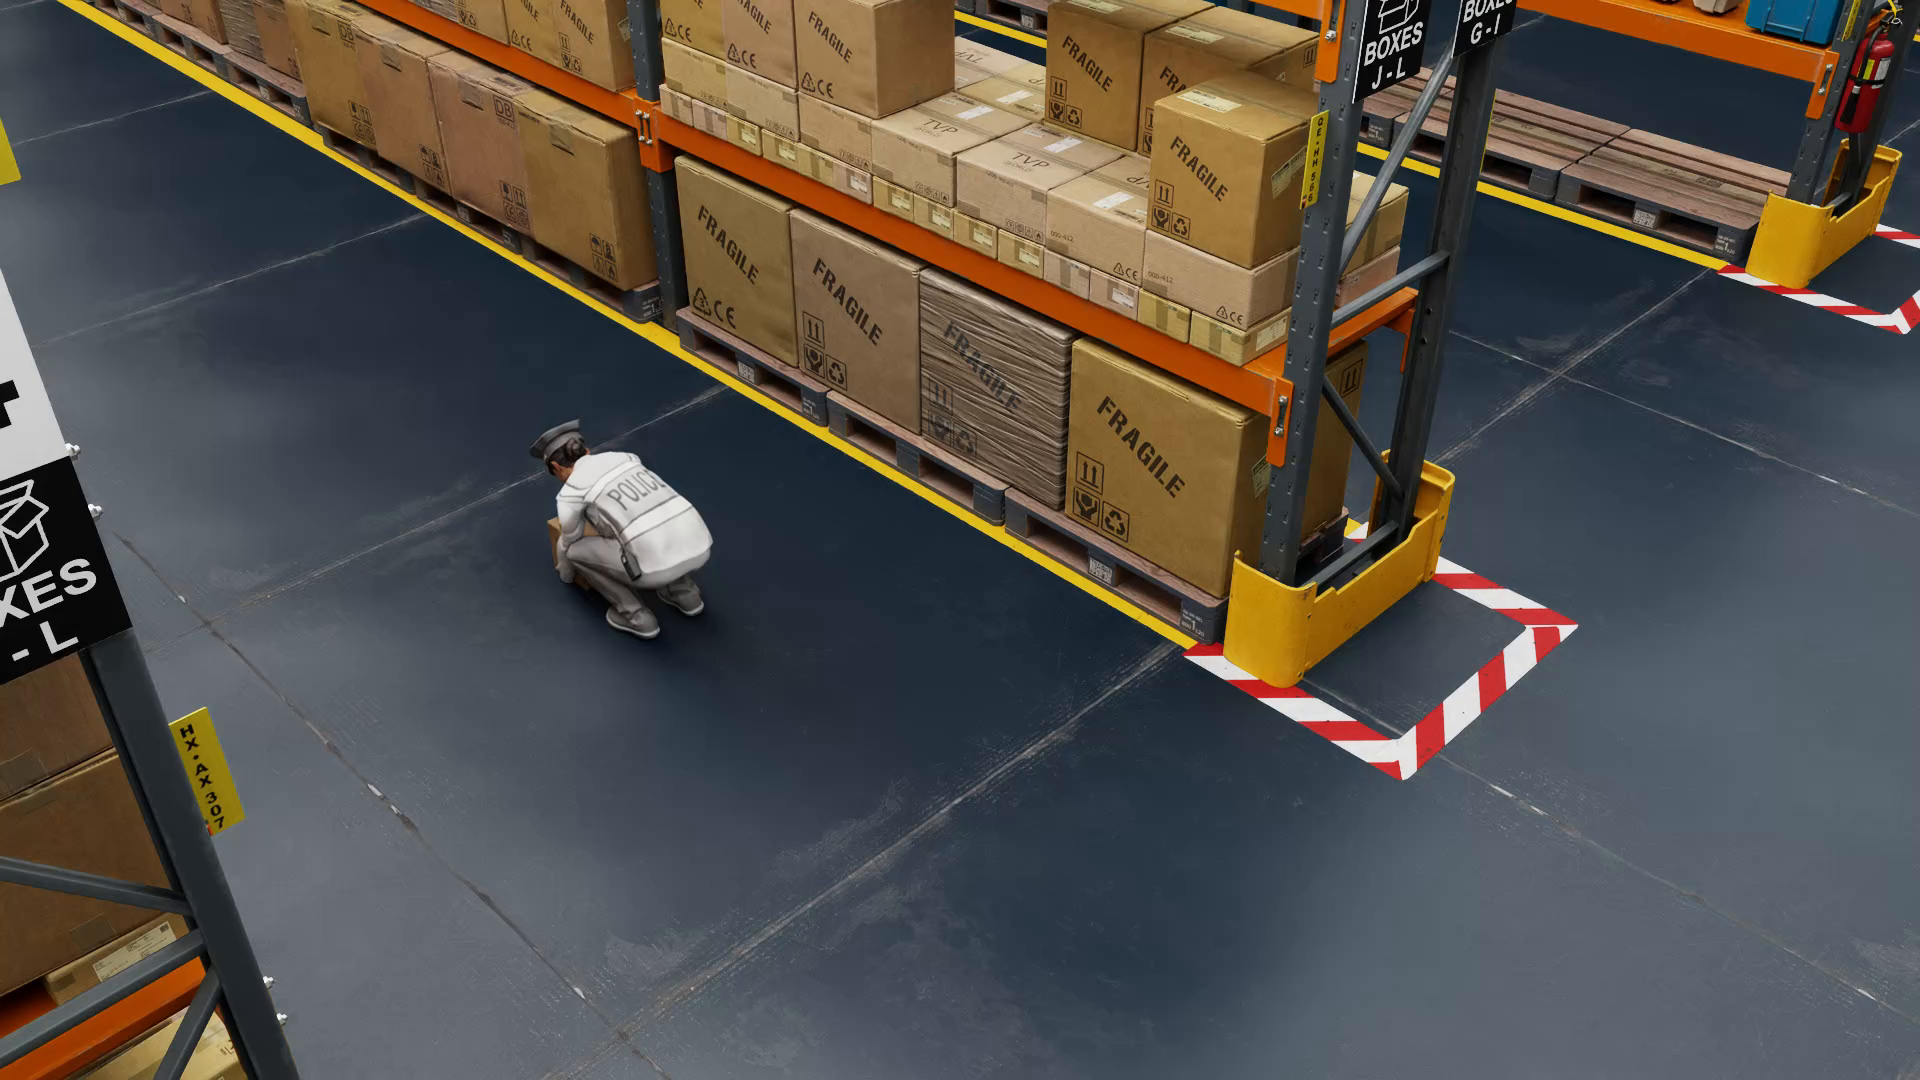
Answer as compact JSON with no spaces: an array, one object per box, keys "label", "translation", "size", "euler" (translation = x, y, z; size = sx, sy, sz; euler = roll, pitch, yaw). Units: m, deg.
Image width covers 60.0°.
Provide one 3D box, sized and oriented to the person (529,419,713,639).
[{"label":"person","translation":[-1.425,-0.034,7.018],"size":[0.886,0.853,0.474],"euler":[30,45,35]}]
